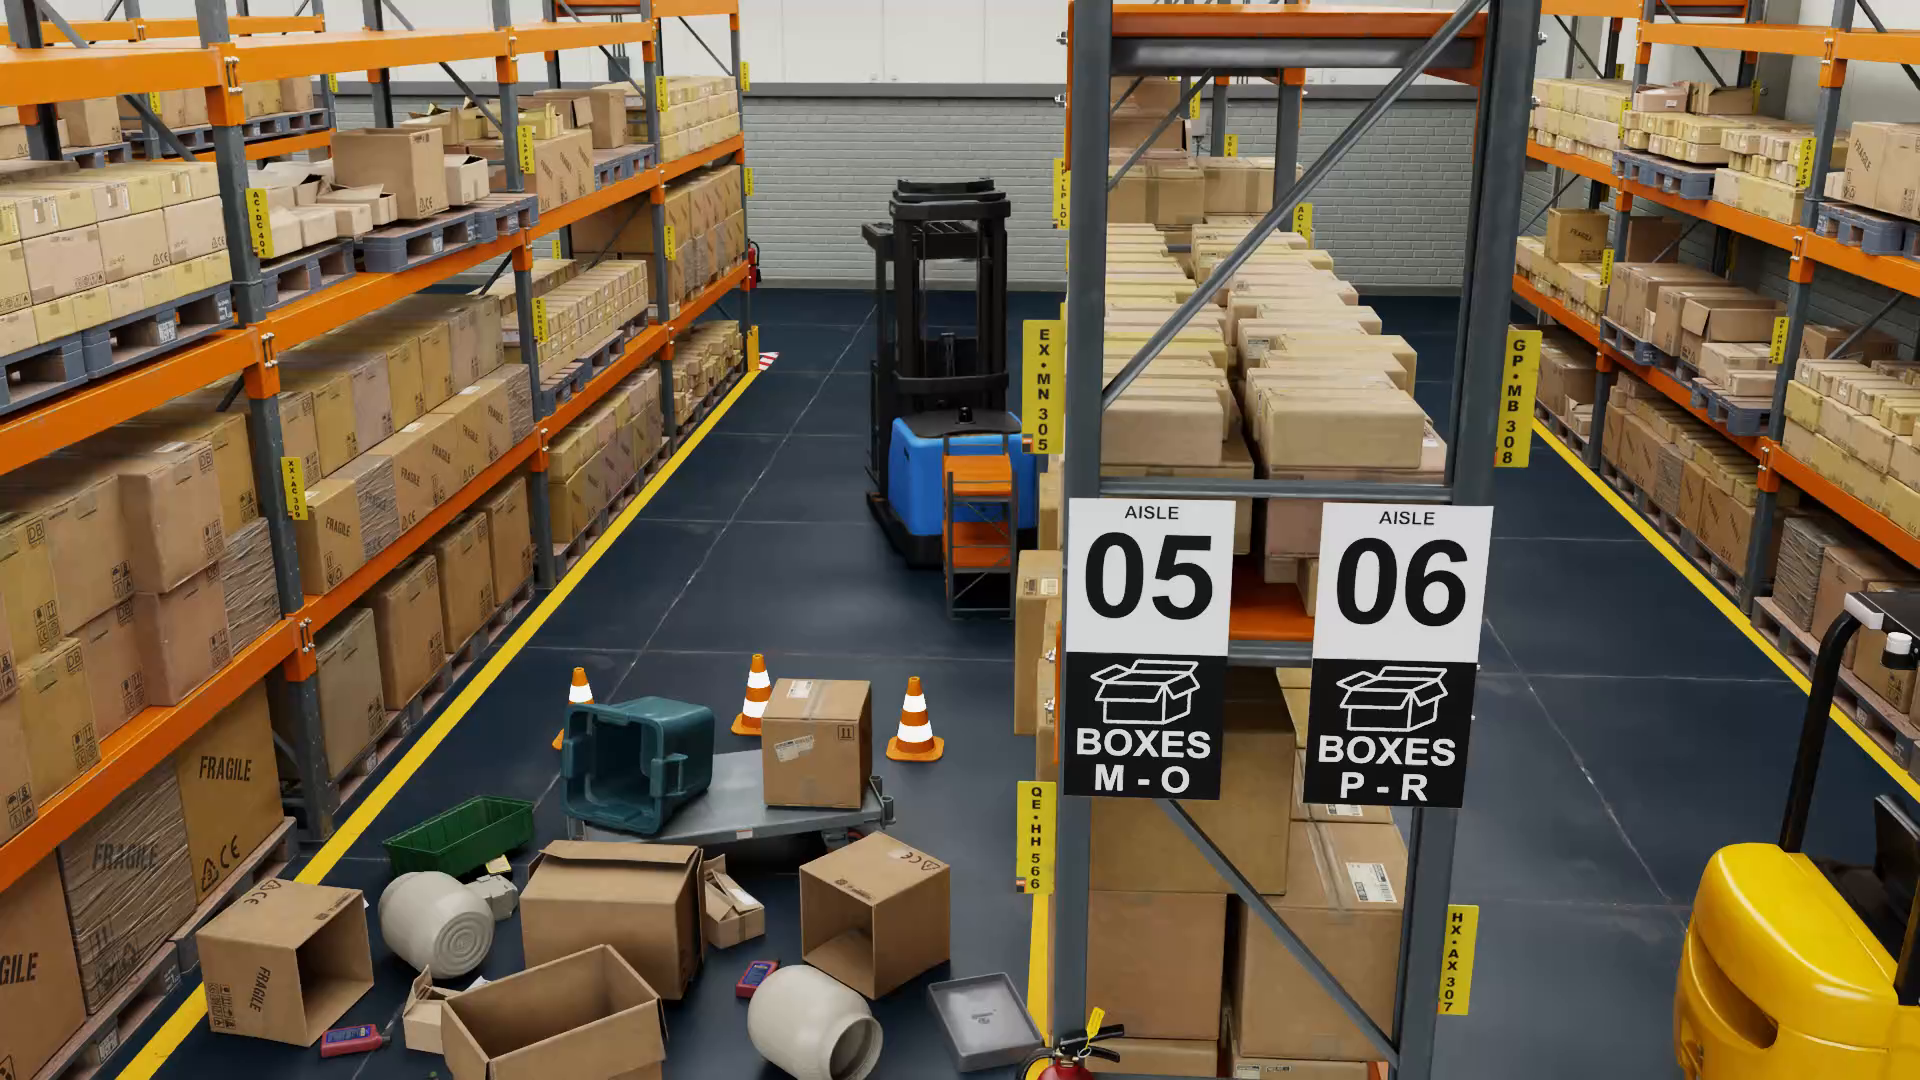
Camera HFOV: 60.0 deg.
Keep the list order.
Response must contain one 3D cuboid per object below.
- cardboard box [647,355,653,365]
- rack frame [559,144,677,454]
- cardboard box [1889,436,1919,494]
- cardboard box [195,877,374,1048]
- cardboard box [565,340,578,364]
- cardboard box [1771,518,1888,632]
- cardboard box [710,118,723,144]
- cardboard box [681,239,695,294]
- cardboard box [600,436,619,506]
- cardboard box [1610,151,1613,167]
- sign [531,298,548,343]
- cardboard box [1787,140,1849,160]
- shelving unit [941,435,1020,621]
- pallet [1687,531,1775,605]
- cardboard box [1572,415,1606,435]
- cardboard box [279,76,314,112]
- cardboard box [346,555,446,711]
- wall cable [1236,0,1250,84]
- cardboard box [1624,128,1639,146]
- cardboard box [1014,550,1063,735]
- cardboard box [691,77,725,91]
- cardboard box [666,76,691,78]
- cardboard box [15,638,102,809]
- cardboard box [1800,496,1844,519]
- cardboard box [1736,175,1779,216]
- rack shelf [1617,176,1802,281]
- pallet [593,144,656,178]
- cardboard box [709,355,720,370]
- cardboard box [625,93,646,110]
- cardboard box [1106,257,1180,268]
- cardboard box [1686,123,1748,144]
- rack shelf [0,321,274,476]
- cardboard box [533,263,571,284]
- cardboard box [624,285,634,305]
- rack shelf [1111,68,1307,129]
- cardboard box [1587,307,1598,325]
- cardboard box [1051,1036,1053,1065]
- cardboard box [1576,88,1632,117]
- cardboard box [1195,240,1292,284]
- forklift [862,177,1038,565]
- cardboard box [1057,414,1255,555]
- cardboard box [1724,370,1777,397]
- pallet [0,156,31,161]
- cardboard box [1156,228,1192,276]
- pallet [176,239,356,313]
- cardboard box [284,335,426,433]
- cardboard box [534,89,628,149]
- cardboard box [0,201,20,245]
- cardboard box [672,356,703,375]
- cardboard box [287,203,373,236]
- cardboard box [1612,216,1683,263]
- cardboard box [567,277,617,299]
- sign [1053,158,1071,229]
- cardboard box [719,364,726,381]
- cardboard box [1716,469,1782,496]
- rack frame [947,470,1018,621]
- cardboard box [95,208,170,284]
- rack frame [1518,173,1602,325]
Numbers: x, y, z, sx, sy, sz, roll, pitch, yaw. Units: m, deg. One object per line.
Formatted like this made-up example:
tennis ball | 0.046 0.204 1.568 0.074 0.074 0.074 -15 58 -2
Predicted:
cardboard box | -3.547 -1.956 18.025 0.380 0.149 0.250 1 18 2
rack frame | -3.333 -2.306 16.142 1.000 3.000 0.127 1 18 4
cardboard box | 5.897 -0.432 9.861 0.500 0.250 0.500 2 18 5
cardboard box | -2.994 1.871 7.407 0.500 0.500 0.500 4 19 13
cardboard box | -3.330 -1.529 13.501 0.380 0.149 0.250 2 18 6
cardboard box | 6.218 0.248 11.489 0.875 0.625 0.625 2 18 6
cardboard box | -2.893 -4.443 18.088 0.500 0.250 0.500 2 18 6
cardboard box | -3.018 -2.797 17.002 0.500 0.500 0.500 1 18 4
cardboard box | -3.250 -0.605 14.292 0.500 0.500 0.500 1 18 3
cardboard box | 6.294 -3.541 15.499 0.380 0.149 0.250 1 18 4
sign | -3.066 -1.602 12.136 0.100 0.325 0.005 1 18 4
cardboard box | 6.130 -2.752 11.811 0.380 0.149 0.250 1 18 2
shelving unit | 0.140 -0.111 12.455 0.538 1.125 1.048 -1 18 -2
pallet | 6.367 0.219 12.914 1.003 0.211 1.213 1 18 4
cardboard box | 6.310 -1.141 16.493 0.380 0.149 0.250 1 18 2
cardboard box | -7.970 -5.247 19.307 0.700 0.500 0.500 0 18 1
cardboard box | -3.879 0.554 10.353 1.050 0.750 0.750 1 18 4
wall cable | 5.551 -8.019 23.884 2.988 3.039 0.133 1 18 4
cardboard box | 6.145 -3.586 14.801 0.380 0.149 0.250 2 18 5
cardboard box | 0.548 0.355 5.778 0.700 0.500 0.500 1 18 3
cardboard box | -2.871 -5.145 18.787 0.380 0.149 0.250 2 18 5
cardboard box | -3.296 -5.234 19.059 0.380 0.149 0.250 1 18 3
cardboard box | -4.032 0.726 6.650 0.875 0.550 0.500 1 18 4
cardboard box | 6.586 -0.011 12.479 0.500 0.500 0.500 2 18 6
cardboard box | 6.106 -2.550 12.311 0.500 0.250 0.500 1 18 4
rack shelf | 6.420 -2.579 13.316 1.077 0.370 4.000 1 18 4
pallet | -3.483 -3.453 15.127 1.213 0.211 1.003 1 18 4
cardboard box | -2.896 -1.962 18.520 0.380 0.149 0.250 2 18 7
cardboard box | -3.070 -4.172 15.818 0.380 0.149 0.250 1 18 3
cardboard box | 0.660 -1.014 6.506 0.380 0.149 0.250 1 18 2
cardboard box | 6.052 -3.249 13.294 0.380 0.149 0.250 1 18 4
rack shelf | -4.050 -0.284 6.309 1.077 0.370 4.000 1 18 4
cardboard box | -3.834 -2.470 15.417 0.380 0.149 0.250 2 18 5
cardboard box | -3.203 -2.240 15.195 0.380 0.149 0.250 2 18 6
rack shelf | 1.182 -2.682 9.454 1.077 0.370 4.000 1 18 4
cardboard box | 6.331 -2.184 16.173 0.380 0.149 0.250 2 18 5
cardboard box | 0.549 1.996 5.550 0.500 0.500 0.500 1 18 4
cardboard box | 6.431 -4.327 16.455 0.500 0.250 0.500 2 18 5
cardboard box | 1.183 -1.162 6.959 0.380 0.149 0.250 2 18 5
forklift | -0.211 -1.618 14.153 1.130 2.935 3.031 -4 19 -12
cardboard box | 0.519 -0.160 4.540 0.500 0.250 0.500 1 18 3
cardboard box | 5.941 -1.167 12.398 0.380 0.149 0.250 2 18 5
pallet | -8.489 -3.090 14.021 1.003 0.211 1.213 2 18 6
cardboard box | 0.936 -1.480 8.373 0.500 0.250 0.500 1 18 3
pallet | -3.890 -1.441 8.995 0.805 0.209 1.217 1 18 2
cardboard box | -3.768 -0.972 10.305 0.700 0.500 0.500 1 18 3
cardboard box | -3.470 -3.863 15.243 0.700 0.500 0.500 1 18 4
cardboard box | -3.723 -1.161 6.119 0.380 0.149 0.250 2 18 5
cardboard box | -2.958 -1.858 17.725 0.380 0.149 0.250 2 18 5
cardboard box | -3.546 -1.804 9.361 0.380 0.149 0.250 1 18 4
cardboard box | 6.935 -3.000 16.820 0.500 0.500 0.500 1 18 2
cardboard box | -3.245 -2.218 14.649 0.380 0.149 0.250 1 18 2
sign | 0.484 -1.612 7.744 0.100 0.325 0.005 1 18 4
cardboard box | -2.858 -1.905 18.823 0.380 0.149 0.250 0 18 1
cardboard box | 6.048 -0.439 12.744 0.380 0.149 0.250 0 18 1
rack frame | 0.158 0.047 11.972 0.500 1.125 0.032 -1 18 -2
cardboard box | -3.722 -1.248 7.025 0.500 0.250 0.500 1 18 4
rack frame | 6.850 -3.359 19.358 1.000 3.000 0.127 1 18 4
